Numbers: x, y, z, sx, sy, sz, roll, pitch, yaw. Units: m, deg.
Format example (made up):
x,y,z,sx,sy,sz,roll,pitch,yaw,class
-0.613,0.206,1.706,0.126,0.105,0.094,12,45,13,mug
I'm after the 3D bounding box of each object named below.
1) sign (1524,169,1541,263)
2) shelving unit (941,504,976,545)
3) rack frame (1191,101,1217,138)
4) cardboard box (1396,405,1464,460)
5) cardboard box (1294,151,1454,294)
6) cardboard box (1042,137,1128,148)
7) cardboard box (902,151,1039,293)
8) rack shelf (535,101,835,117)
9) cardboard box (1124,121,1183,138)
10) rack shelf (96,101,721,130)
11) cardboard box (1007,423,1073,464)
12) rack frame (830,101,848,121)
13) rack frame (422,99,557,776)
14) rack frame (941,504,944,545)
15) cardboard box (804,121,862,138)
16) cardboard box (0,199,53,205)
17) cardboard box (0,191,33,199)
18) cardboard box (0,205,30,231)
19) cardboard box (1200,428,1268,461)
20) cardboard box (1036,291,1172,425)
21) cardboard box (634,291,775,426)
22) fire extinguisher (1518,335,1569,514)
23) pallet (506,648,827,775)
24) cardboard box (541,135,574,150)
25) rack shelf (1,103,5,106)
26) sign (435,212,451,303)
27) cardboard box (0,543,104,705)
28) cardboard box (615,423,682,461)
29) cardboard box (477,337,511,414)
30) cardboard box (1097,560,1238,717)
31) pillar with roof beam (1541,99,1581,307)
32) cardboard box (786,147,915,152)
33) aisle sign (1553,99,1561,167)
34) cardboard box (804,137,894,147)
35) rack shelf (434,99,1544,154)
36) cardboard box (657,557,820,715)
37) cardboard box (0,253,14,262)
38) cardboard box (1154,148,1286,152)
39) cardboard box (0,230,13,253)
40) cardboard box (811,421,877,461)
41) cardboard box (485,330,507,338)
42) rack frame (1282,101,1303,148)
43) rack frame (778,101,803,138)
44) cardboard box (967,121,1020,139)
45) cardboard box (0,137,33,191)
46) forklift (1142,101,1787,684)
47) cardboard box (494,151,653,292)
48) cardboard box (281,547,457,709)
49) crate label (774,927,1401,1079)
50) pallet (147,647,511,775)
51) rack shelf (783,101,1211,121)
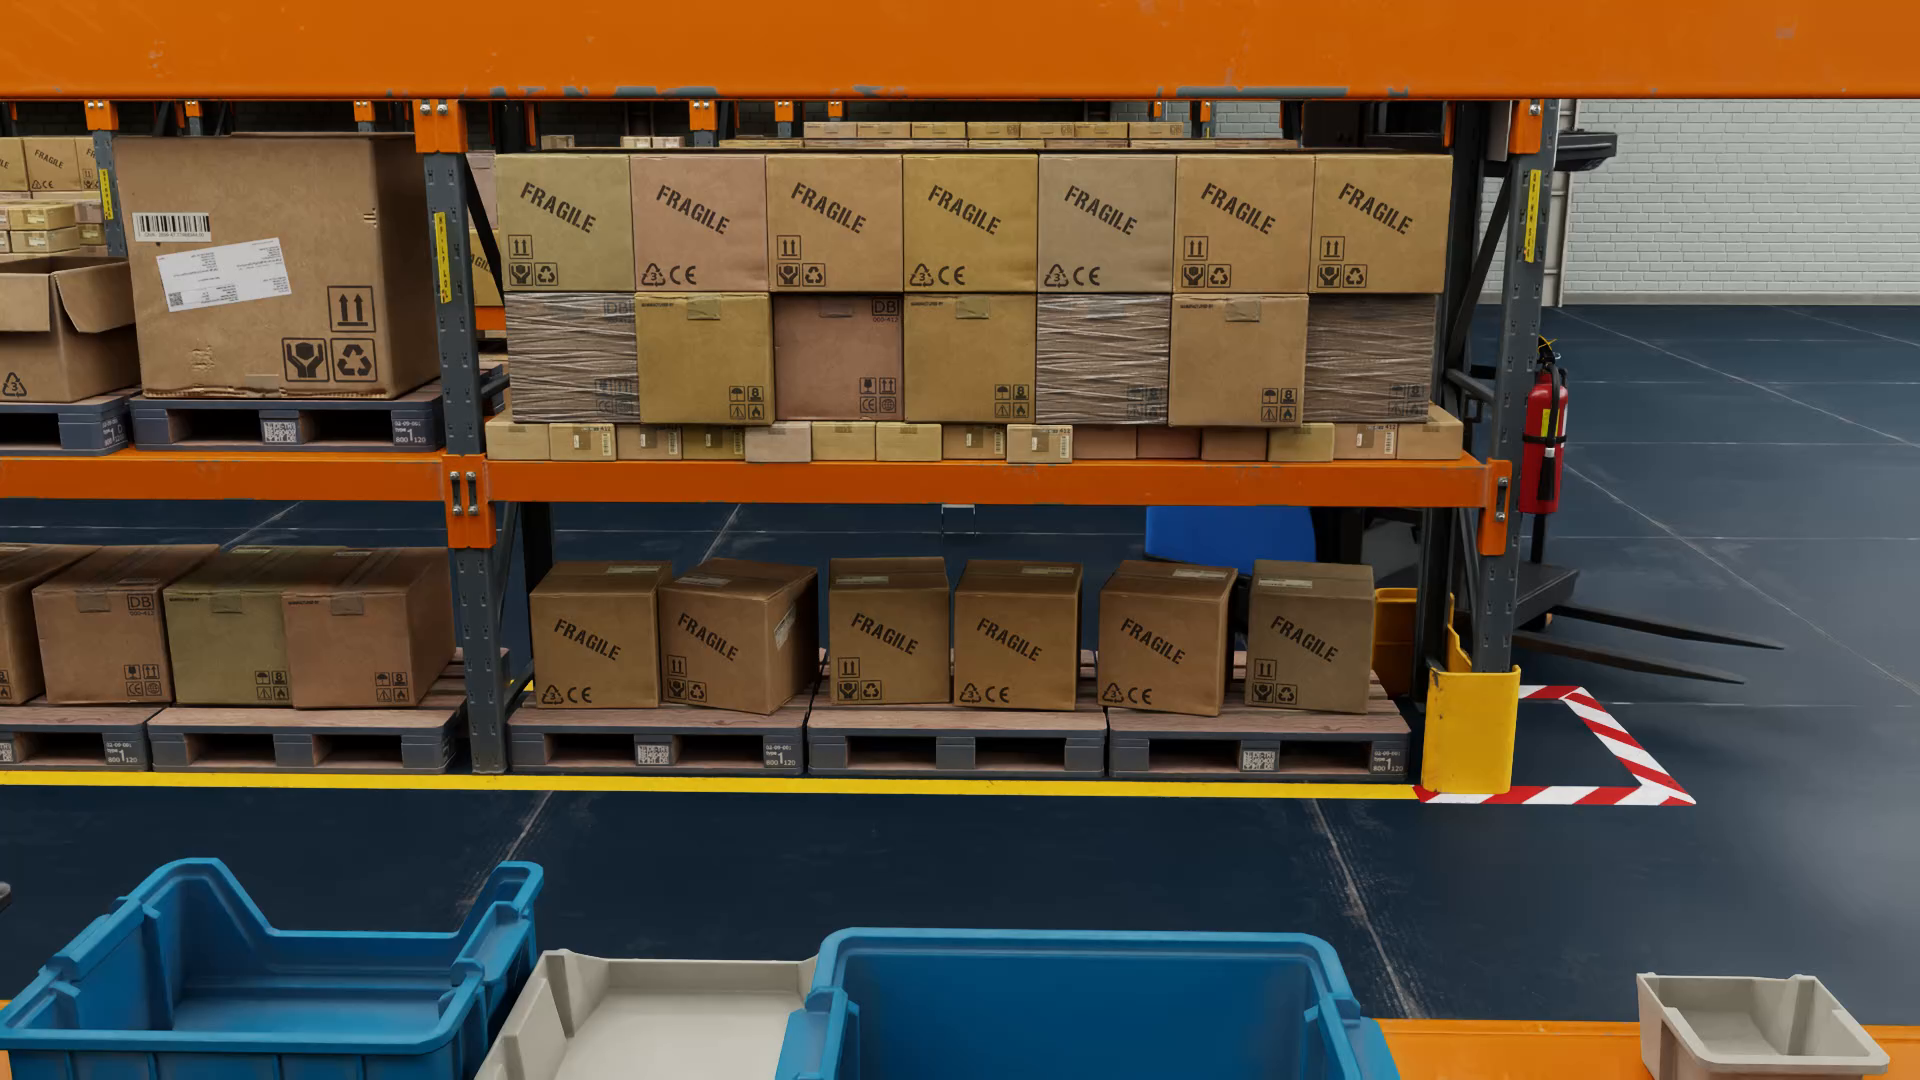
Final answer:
x,y,z,sx,sy,sz,roll,pitch,yaw,class
2.066,-1.170,6.004,0.005,0.325,0.100,0,15,1,sign
-0.008,-0.435,10.225,0.210,0.900,0.258,0,15,1,shelving unit
2.353,-3.126,16.307,0.127,3.000,1.000,0,15,1,rack frame
1.810,-0.426,6.567,0.250,0.149,0.380,0,15,1,cardboard box
1.544,-1.214,6.324,0.500,0.500,0.500,0,15,1,cardboard box
0.849,-2.488,11.479,0.550,0.550,0.875,0,15,1,cardboard box
0.045,-1.226,6.366,0.500,0.500,0.500,0,15,1,cardboard box
-3.522,-5.533,20.962,4.000,0.370,1.077,0,15,1,rack shelf
1.837,-3.749,15.930,0.500,0.500,0.700,0,15,0,cardboard box
-3.670,-3.004,11.377,4.000,0.370,1.077,0,15,1,rack shelf
0.308,-0.409,6.503,0.250,0.149,0.380,0,15,1,cardboard box
-1.523,-4.417,21.203,0.127,3.000,1.000,0,15,1,rack frame
-1.899,-0.624,6.826,0.127,3.000,1.000,0,15,1,rack frame
-0.110,-0.436,10.228,0.006,0.900,0.240,0,15,1,rack frame
-1.211,-3.769,16.007,0.500,0.500,0.700,0,15,1,cardboard box
-6.640,-2.340,11.833,0.250,0.149,0.380,0,15,1,cardboard box
-9.210,-3.298,16.275,0.500,0.250,0.500,0,15,0,cardboard box
-6.422,-2.172,11.197,0.250,0.149,0.380,0,15,1,cardboard box
1.059,-0.422,6.551,0.250,0.149,0.380,0,15,1,cardboard box
0.549,-0.788,6.668,0.500,0.500,0.875,0,15,1,cardboard box
-0.951,-0.786,6.658,0.500,0.500,0.875,0,15,1,cardboard box
2.203,-0.443,6.289,0.183,0.674,0.296,0,15,1,fire extinguisher
-1.226,0.719,7.200,1.213,0.211,1.003,0,15,1,pallet
-4.002,-3.948,16.549,0.250,0.149,0.380,0,15,-1,cardboard box
-11.642,-4.319,16.361,4.000,0.370,1.077,0,15,1,rack shelf
-1.909,-1.043,6.142,0.005,0.325,0.100,0,15,1,sign
-4.105,0.347,7.182,0.500,0.500,0.700,2,15,6,cardboard box
-1.191,-0.425,6.564,0.250,0.149,0.380,0,15,1,cardboard box
-3.258,-0.992,11.808,0.750,0.750,1.050,0,15,1,cardboard box
0.878,0.404,7.006,0.500,0.500,0.500,4,15,16,cardboard box
7.691,-6.390,16.918,0.400,9.000,9.100,0,15,1,pillar with roof beam
-0.442,-1.361,6.879,0.500,0.500,0.500,0,15,1,cardboard box
2.154,-1.778,6.104,0.004,0.787,0.394,0,15,1,aisle sign
-0.750,-2.498,11.518,0.550,0.550,0.875,0,15,1,cardboard box
0.101,-1.714,6.486,4.000,0.370,1.077,0,15,1,rack shelf
-0.927,0.396,7.036,0.500,0.500,0.500,5,16,19,cardboard box
-6.423,-1.884,11.271,0.250,0.149,0.380,0,15,1,cardboard box
1.058,-1.352,6.846,0.500,0.500,0.500,0,15,1,cardboard box
-6.442,-2.028,11.235,0.250,0.149,0.380,1,15,4,cardboard box
-0.441,-0.423,6.555,0.250,0.149,0.380,0,15,1,cardboard box
-4.342,-2.101,16.752,0.625,0.372,0.950,0,15,0,cardboard box
2.328,-1.863,11.519,0.127,3.000,1.000,0,15,1,rack frame
-1.646,-3.152,16.405,0.127,3.000,1.000,0,15,1,rack frame
0.324,-3.770,16.009,0.500,0.500,0.700,0,15,1,cardboard box
-9.210,-3.659,16.174,0.500,0.500,0.500,1,15,2,cardboard box
2.425,-0.902,8.014,3.031,2.935,1.130,12,19,39,forklift
-1.455,-1.232,6.391,0.500,0.500,0.500,0,15,1,cardboard box
-2.512,0.362,7.125,0.500,0.500,0.700,-1,15,-3,cardboard box
0.127,0.705,1.720,0.616,0.435,0.502,0,15,1,crate label
-2.677,0.719,7.200,1.213,0.211,1.003,0,15,1,pallet
0.354,-4.241,16.065,4.000,0.370,1.077,0,15,1,rack shelf
